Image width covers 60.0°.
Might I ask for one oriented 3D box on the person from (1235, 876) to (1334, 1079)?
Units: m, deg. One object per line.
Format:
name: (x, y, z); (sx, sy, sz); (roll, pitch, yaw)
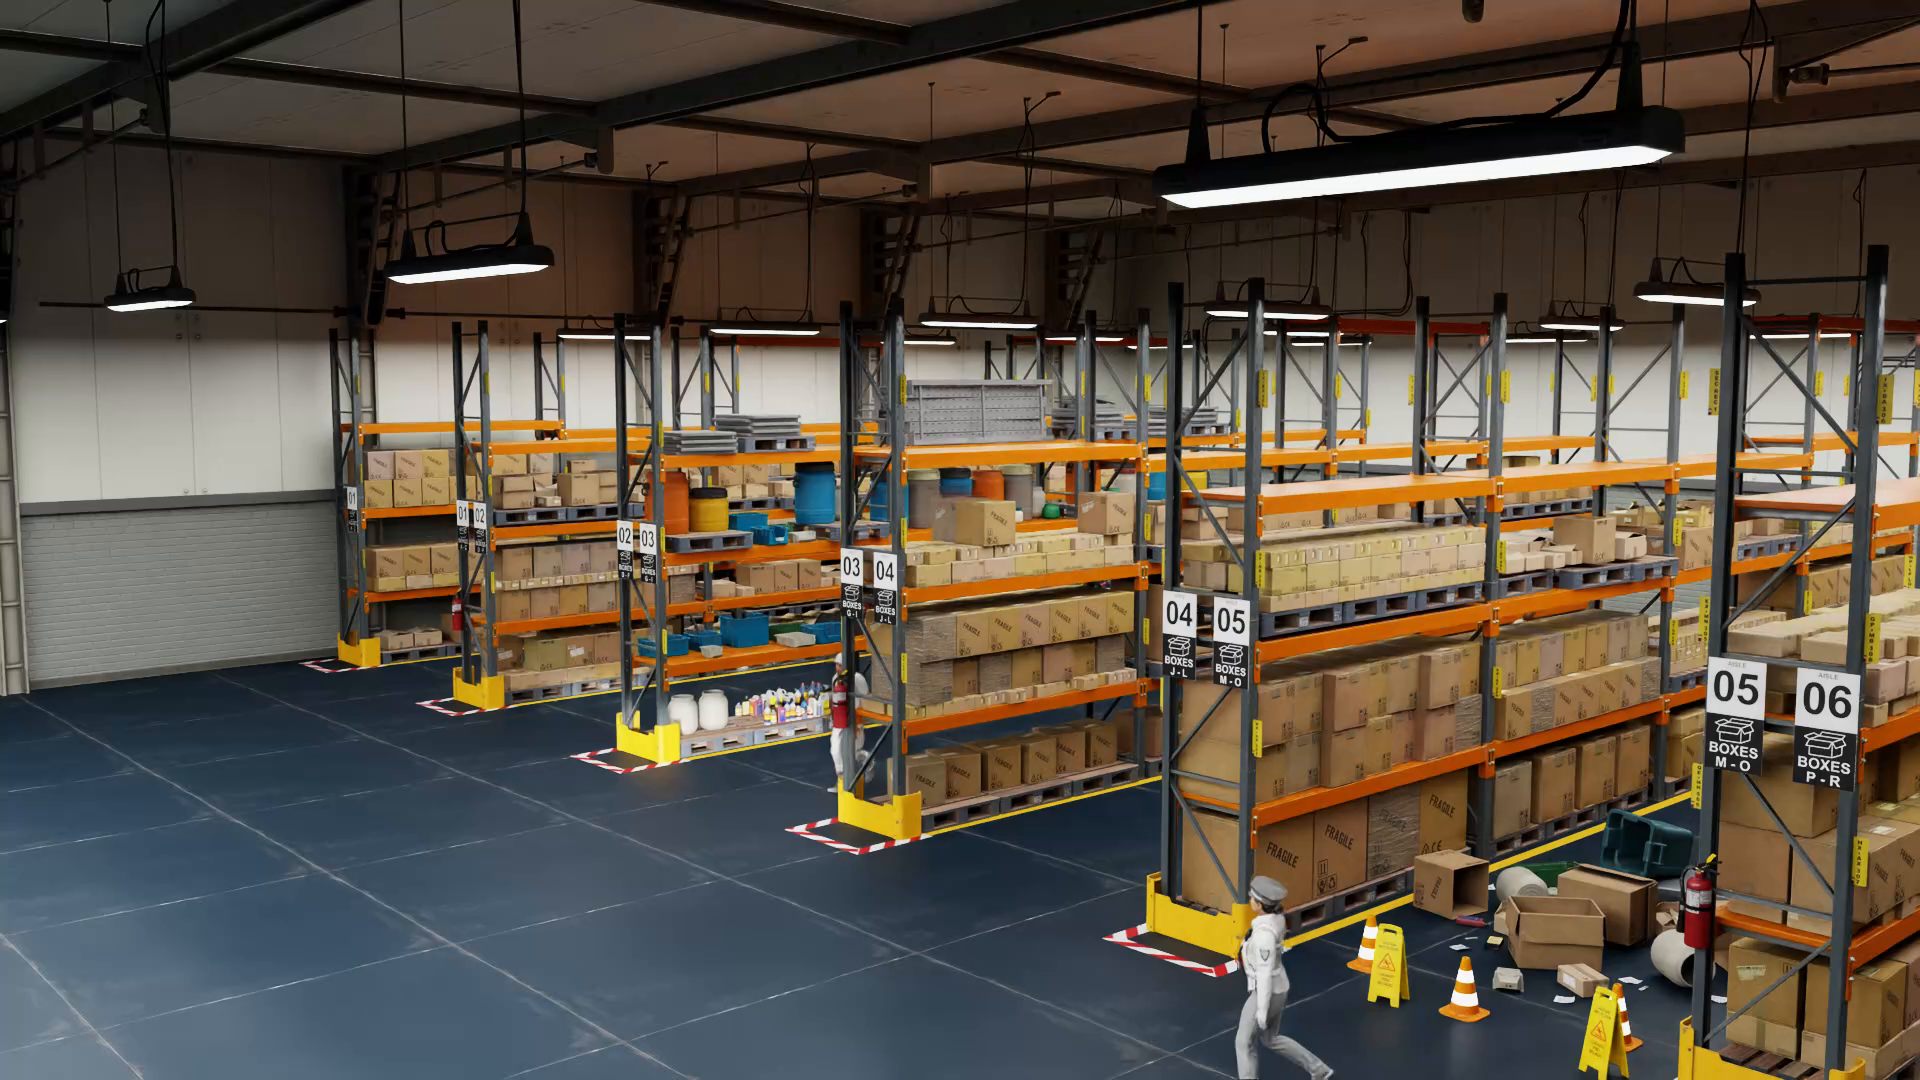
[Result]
person: (2.218, 3.173, 11.666); (0.814, 1.654, 0.495); (1, 6, 14)

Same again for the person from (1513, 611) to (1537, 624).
person: (8.644, 1.797, 25.411); (0.633, 1.714, 1.093); (6, 8, 44)

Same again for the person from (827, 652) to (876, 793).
person: (-1.346, 2.245, 20.760); (0.628, 1.767, 0.689); (4, 7, 36)
